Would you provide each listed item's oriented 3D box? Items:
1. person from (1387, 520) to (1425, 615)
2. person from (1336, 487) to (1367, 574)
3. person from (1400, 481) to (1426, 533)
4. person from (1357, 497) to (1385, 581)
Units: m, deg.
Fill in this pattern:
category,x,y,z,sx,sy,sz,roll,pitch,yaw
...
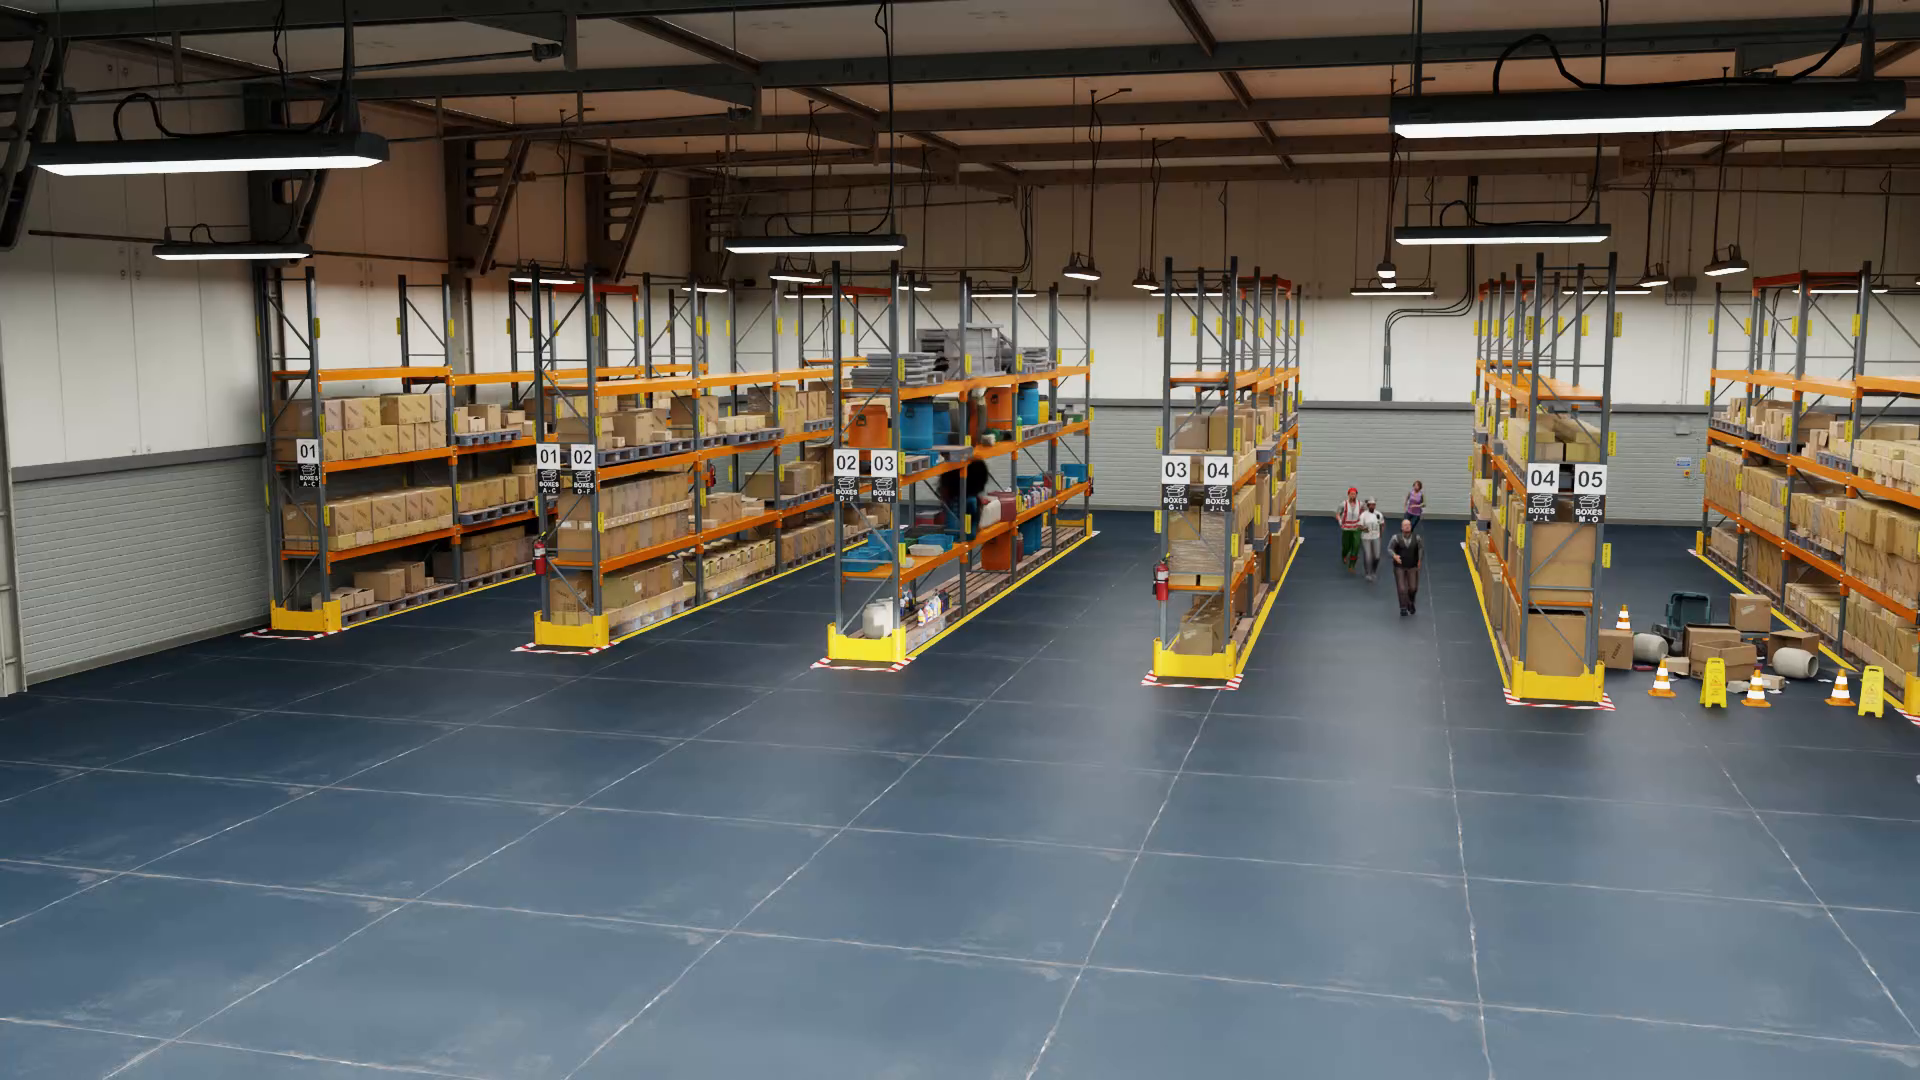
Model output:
category,x,y,z,sx,sy,sz,roll,pitch,yaw
person,7.764,0.488,28.961,0.660,1.682,0.581,1,7,10
person,8.085,-0.218,34.350,0.643,1.764,0.805,1,7,5
person,10.388,-0.609,38.291,0.690,1.503,0.497,5,9,33
person,8.174,-0.011,32.994,0.562,1.672,0.586,1,7,7
